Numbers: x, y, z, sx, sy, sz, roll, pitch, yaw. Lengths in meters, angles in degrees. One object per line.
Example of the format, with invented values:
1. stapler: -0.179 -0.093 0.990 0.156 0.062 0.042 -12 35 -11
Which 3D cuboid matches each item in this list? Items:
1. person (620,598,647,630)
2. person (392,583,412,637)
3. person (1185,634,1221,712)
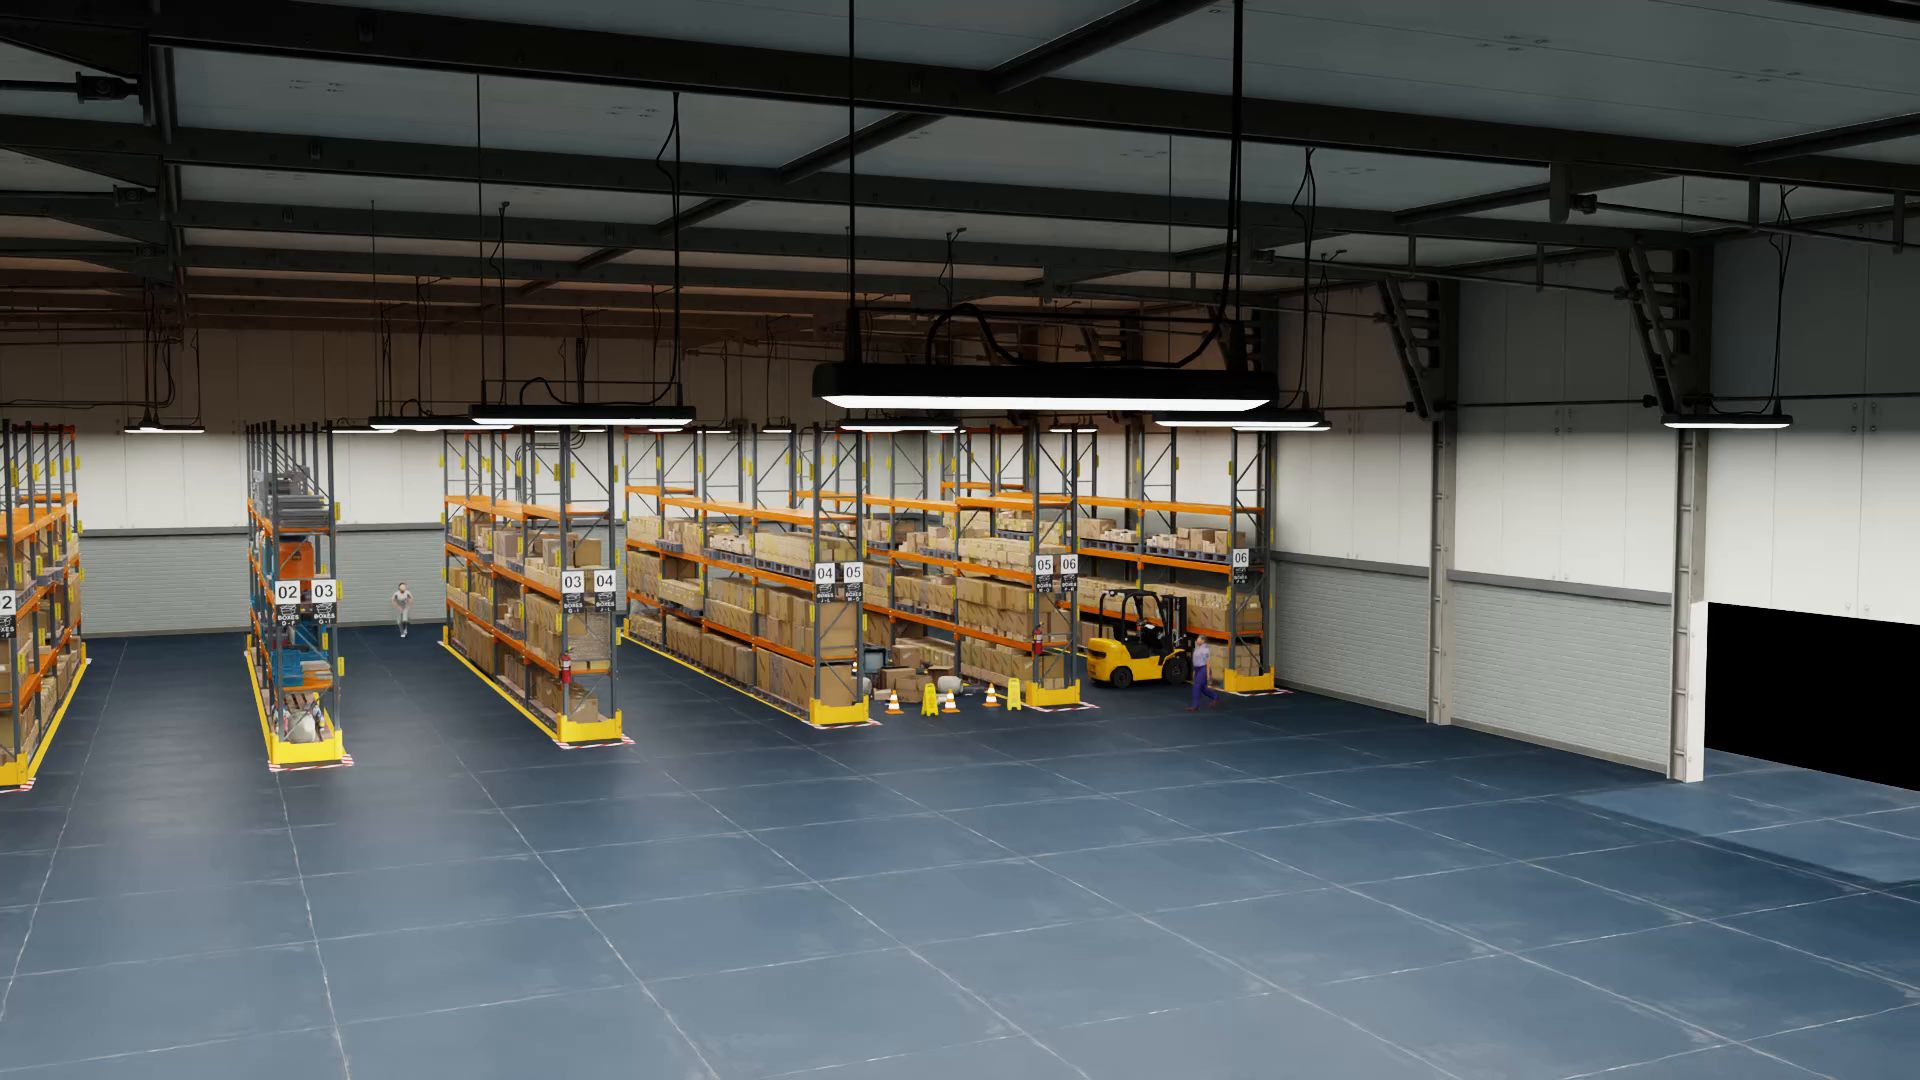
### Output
1. person: -9.600 1.813 49.050 1.102 1.674 0.521 -3 5 -40
2. person: -15.856 1.983 47.284 0.546 1.578 0.700 -1 4 -14
3. person: 5.084 2.747 34.610 0.962 1.601 0.478 -1 4 -22
